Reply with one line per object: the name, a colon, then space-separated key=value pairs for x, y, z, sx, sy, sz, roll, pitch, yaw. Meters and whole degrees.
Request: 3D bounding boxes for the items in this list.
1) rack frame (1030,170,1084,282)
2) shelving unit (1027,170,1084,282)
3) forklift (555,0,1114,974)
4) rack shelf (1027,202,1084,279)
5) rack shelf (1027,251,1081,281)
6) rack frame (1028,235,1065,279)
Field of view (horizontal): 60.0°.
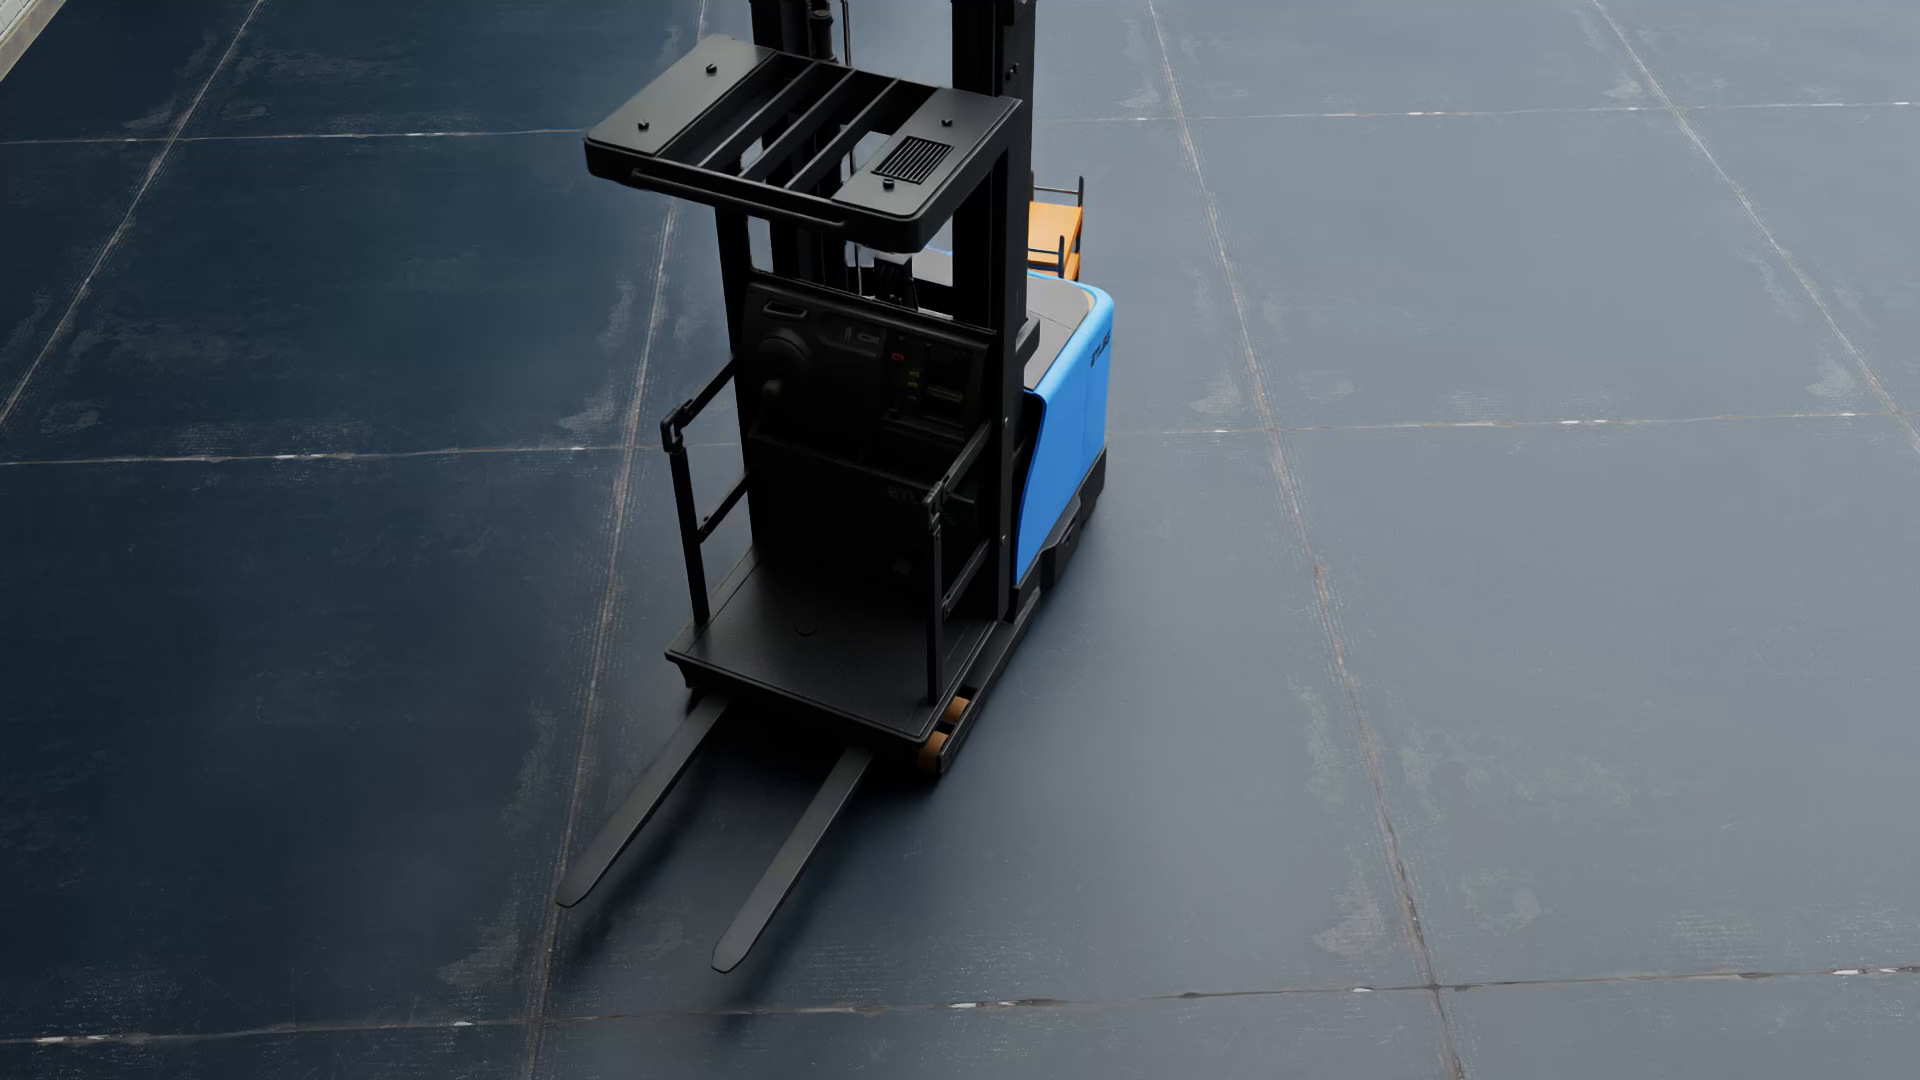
rack frame: x=0.420 y=-1.144 z=7.611 sx=0.240 sy=1.200 sz=0.015 roll=9 pitch=43 yaw=9
shelving unit: x=0.366 y=-0.983 z=7.435 sx=0.258 sy=1.200 sz=0.503 roll=9 pitch=43 yaw=9
forklift: x=-0.430 y=-0.535 z=5.664 sx=1.130 sy=2.935 sz=3.031 roll=17 pitch=45 yaw=18
rack shelf: x=0.366 y=-1.273 z=7.169 sx=0.258 sy=0.148 sz=0.480 roll=9 pitch=43 yaw=9
rack shelf: x=0.366 y=-1.099 z=7.329 sx=0.258 sy=0.148 sz=0.480 roll=9 pitch=43 yaw=9
rack frame: x=0.313 y=-0.823 z=7.259 sx=0.240 sy=1.200 sz=0.015 roll=9 pitch=43 yaw=9
